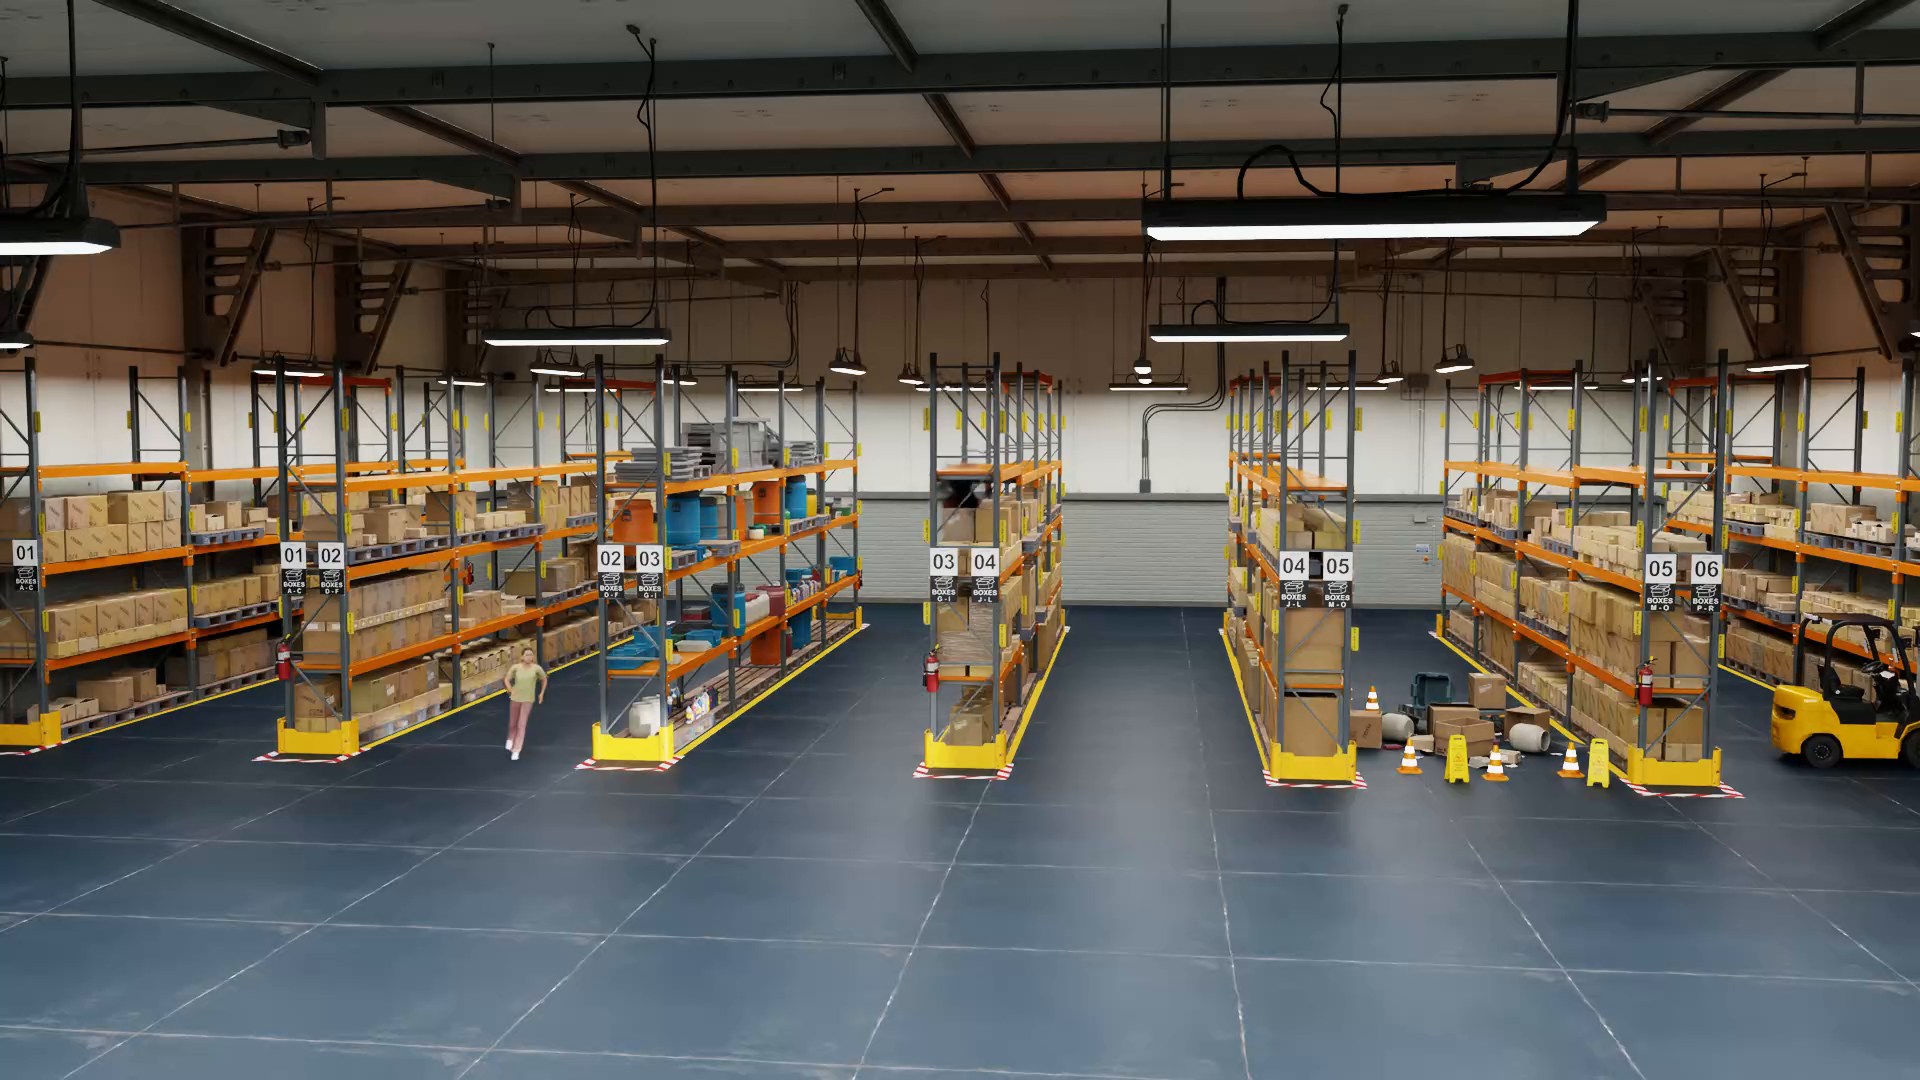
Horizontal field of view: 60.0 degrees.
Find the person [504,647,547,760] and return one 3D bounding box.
[{"bbox_3d":[-6.518,2.415,24.976,0.633,1.641,0.804,-1,4,-13],"label":"person"}]
